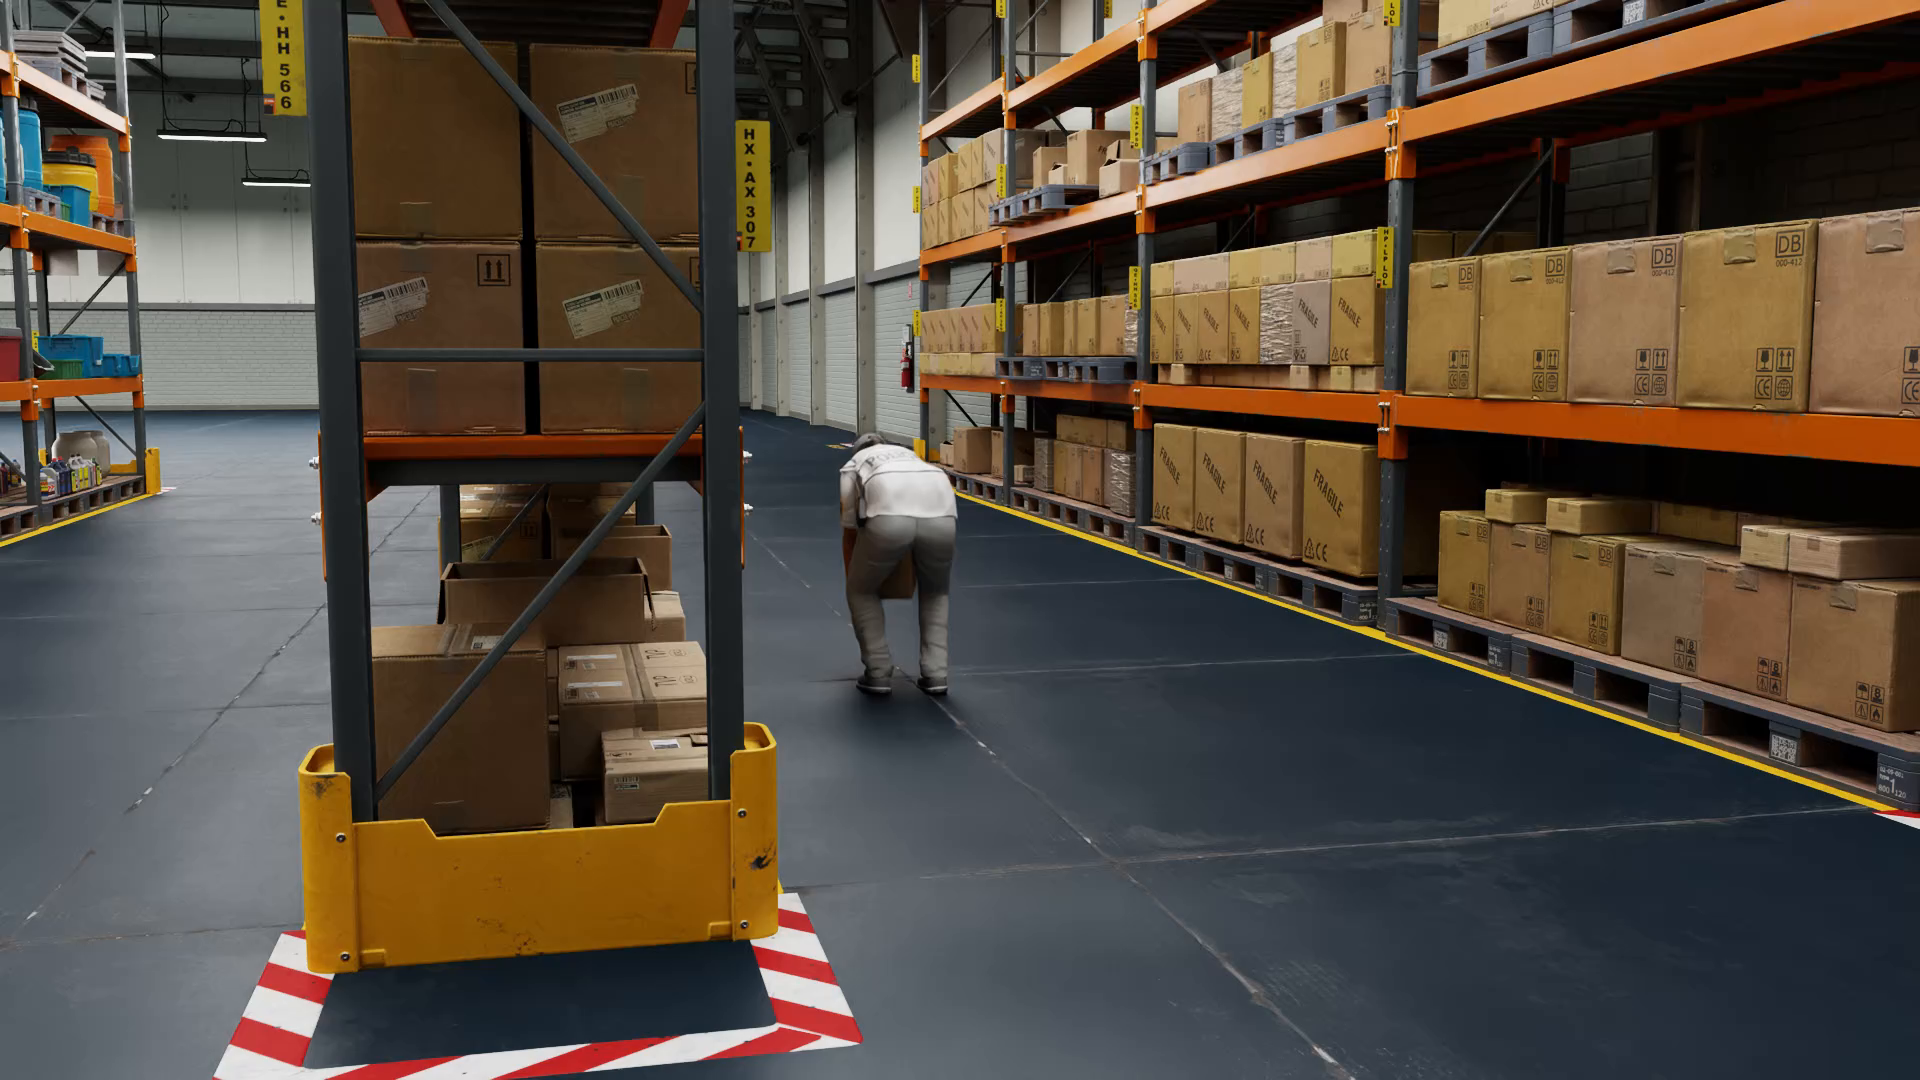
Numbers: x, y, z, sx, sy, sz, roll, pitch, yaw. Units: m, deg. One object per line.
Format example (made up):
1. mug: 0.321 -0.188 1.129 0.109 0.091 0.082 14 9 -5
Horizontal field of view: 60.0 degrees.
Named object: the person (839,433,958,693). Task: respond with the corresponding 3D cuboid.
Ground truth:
1. person: -0.303 0.100 7.644 0.479 1.153 0.921 -2 7 -17
